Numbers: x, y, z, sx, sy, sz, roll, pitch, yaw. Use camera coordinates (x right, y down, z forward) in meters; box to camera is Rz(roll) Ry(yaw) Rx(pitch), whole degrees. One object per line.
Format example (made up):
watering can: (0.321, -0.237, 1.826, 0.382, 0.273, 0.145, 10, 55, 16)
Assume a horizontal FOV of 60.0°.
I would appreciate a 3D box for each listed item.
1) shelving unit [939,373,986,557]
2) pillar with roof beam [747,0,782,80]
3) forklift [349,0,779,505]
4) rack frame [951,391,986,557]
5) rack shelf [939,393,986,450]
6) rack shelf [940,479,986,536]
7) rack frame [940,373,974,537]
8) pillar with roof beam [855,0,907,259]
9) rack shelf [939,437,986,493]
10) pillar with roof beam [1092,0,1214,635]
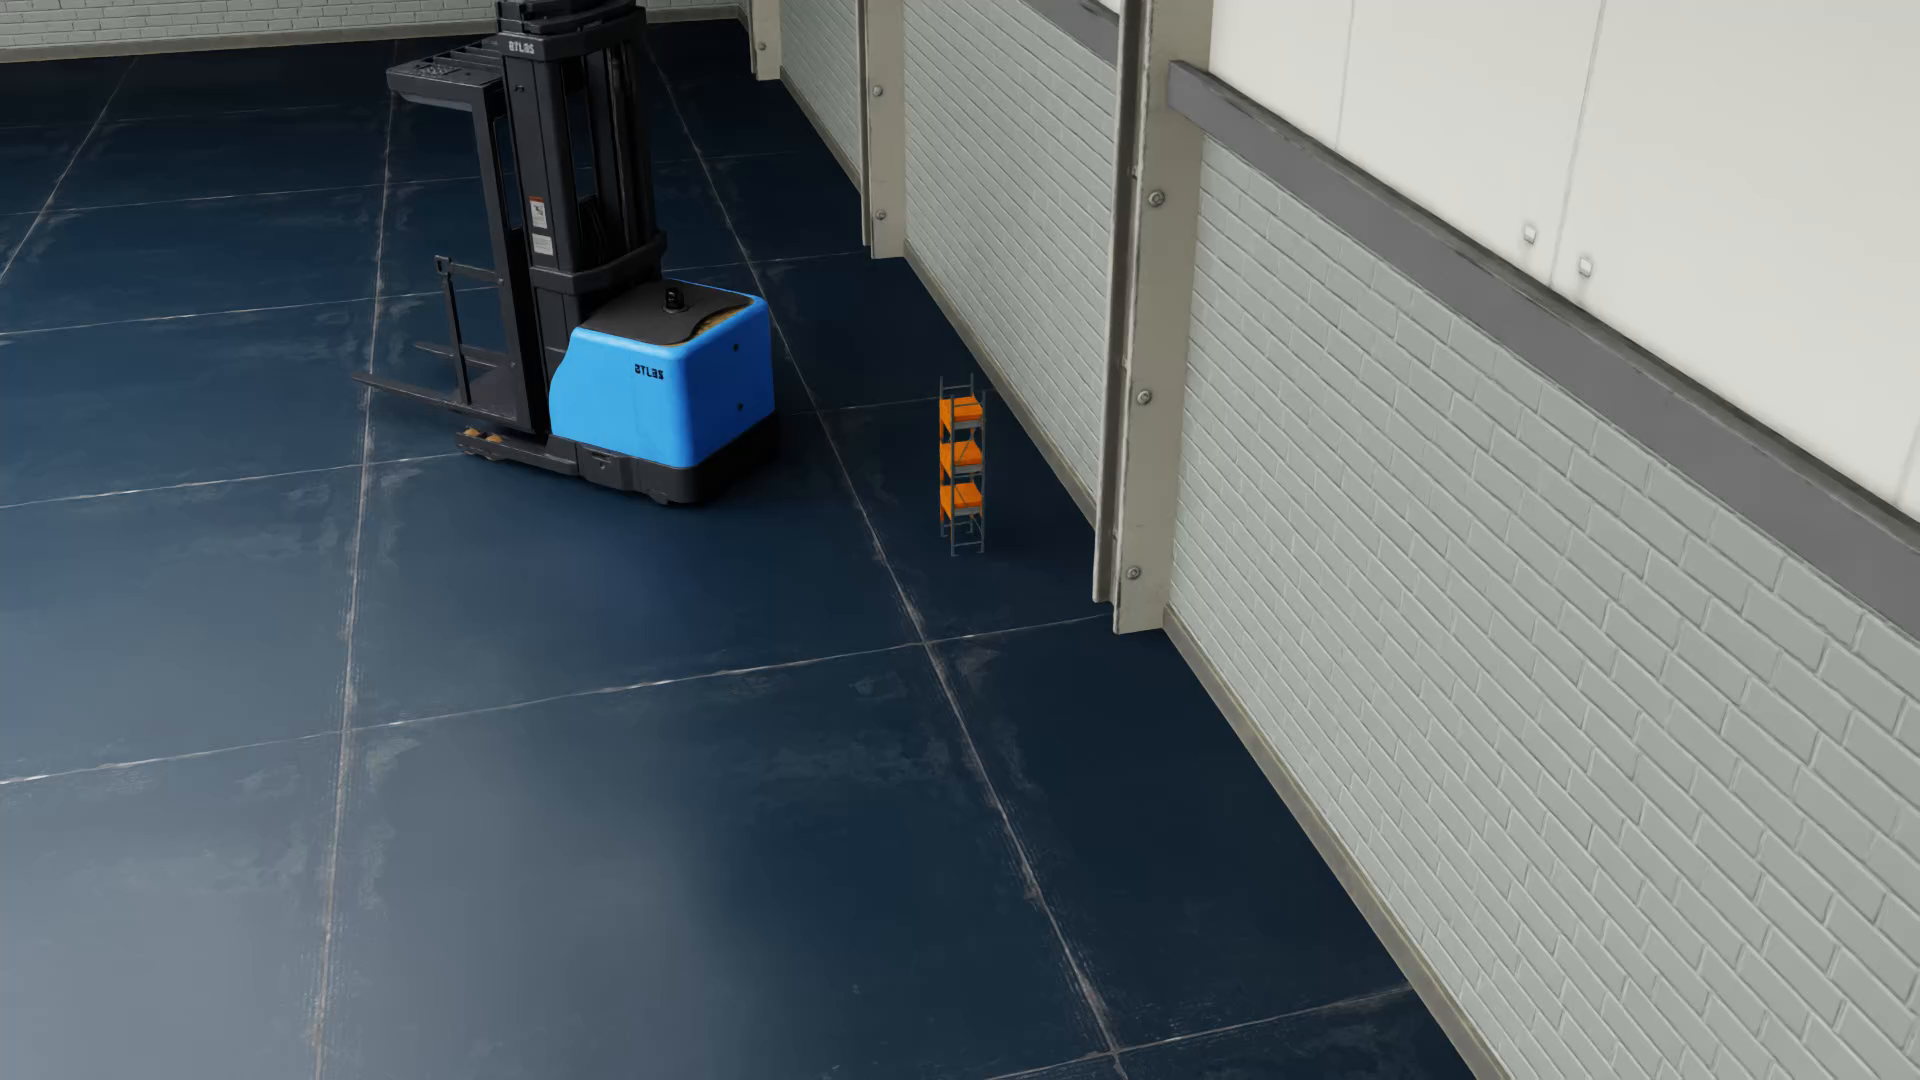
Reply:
shelving unit: (0.014, -0.429, 9.673, 0.215, 1.050, 0.252, -8, 31, -13)
pillar with roof beam: (-6.388, -8.717, 16.059, 9.100, 9.000, 0.400, -8, 31, -13)
forklift: (-2.735, -2.001, 10.512, 3.031, 2.935, 1.130, 15, 33, 24)
rack frame: (0.047, -0.370, 9.572, 0.200, 1.050, 0.008, -8, 31, -13)
rack shelf: (0.014, -0.665, 9.537, 0.215, 0.259, 0.240, -8, 31, -13)
rack shelf: (0.014, -0.179, 9.818, 0.215, 0.259, 0.240, -8, 31, -13)
rack frame: (-0.018, -0.487, 9.775, 0.200, 1.050, 0.008, -8, 31, -13)
pillar with roof beam: (-4.795, -5.819, 11.052, 9.100, 9.000, 0.400, -8, 31, -13)
rack shelf: (0.014, -0.419, 9.679, 0.215, 0.259, 0.240, -8, 31, -13)
pillar with roof beam: (-3.203, -2.921, 6.045, 9.100, 9.000, 0.400, -8, 31, -13)
